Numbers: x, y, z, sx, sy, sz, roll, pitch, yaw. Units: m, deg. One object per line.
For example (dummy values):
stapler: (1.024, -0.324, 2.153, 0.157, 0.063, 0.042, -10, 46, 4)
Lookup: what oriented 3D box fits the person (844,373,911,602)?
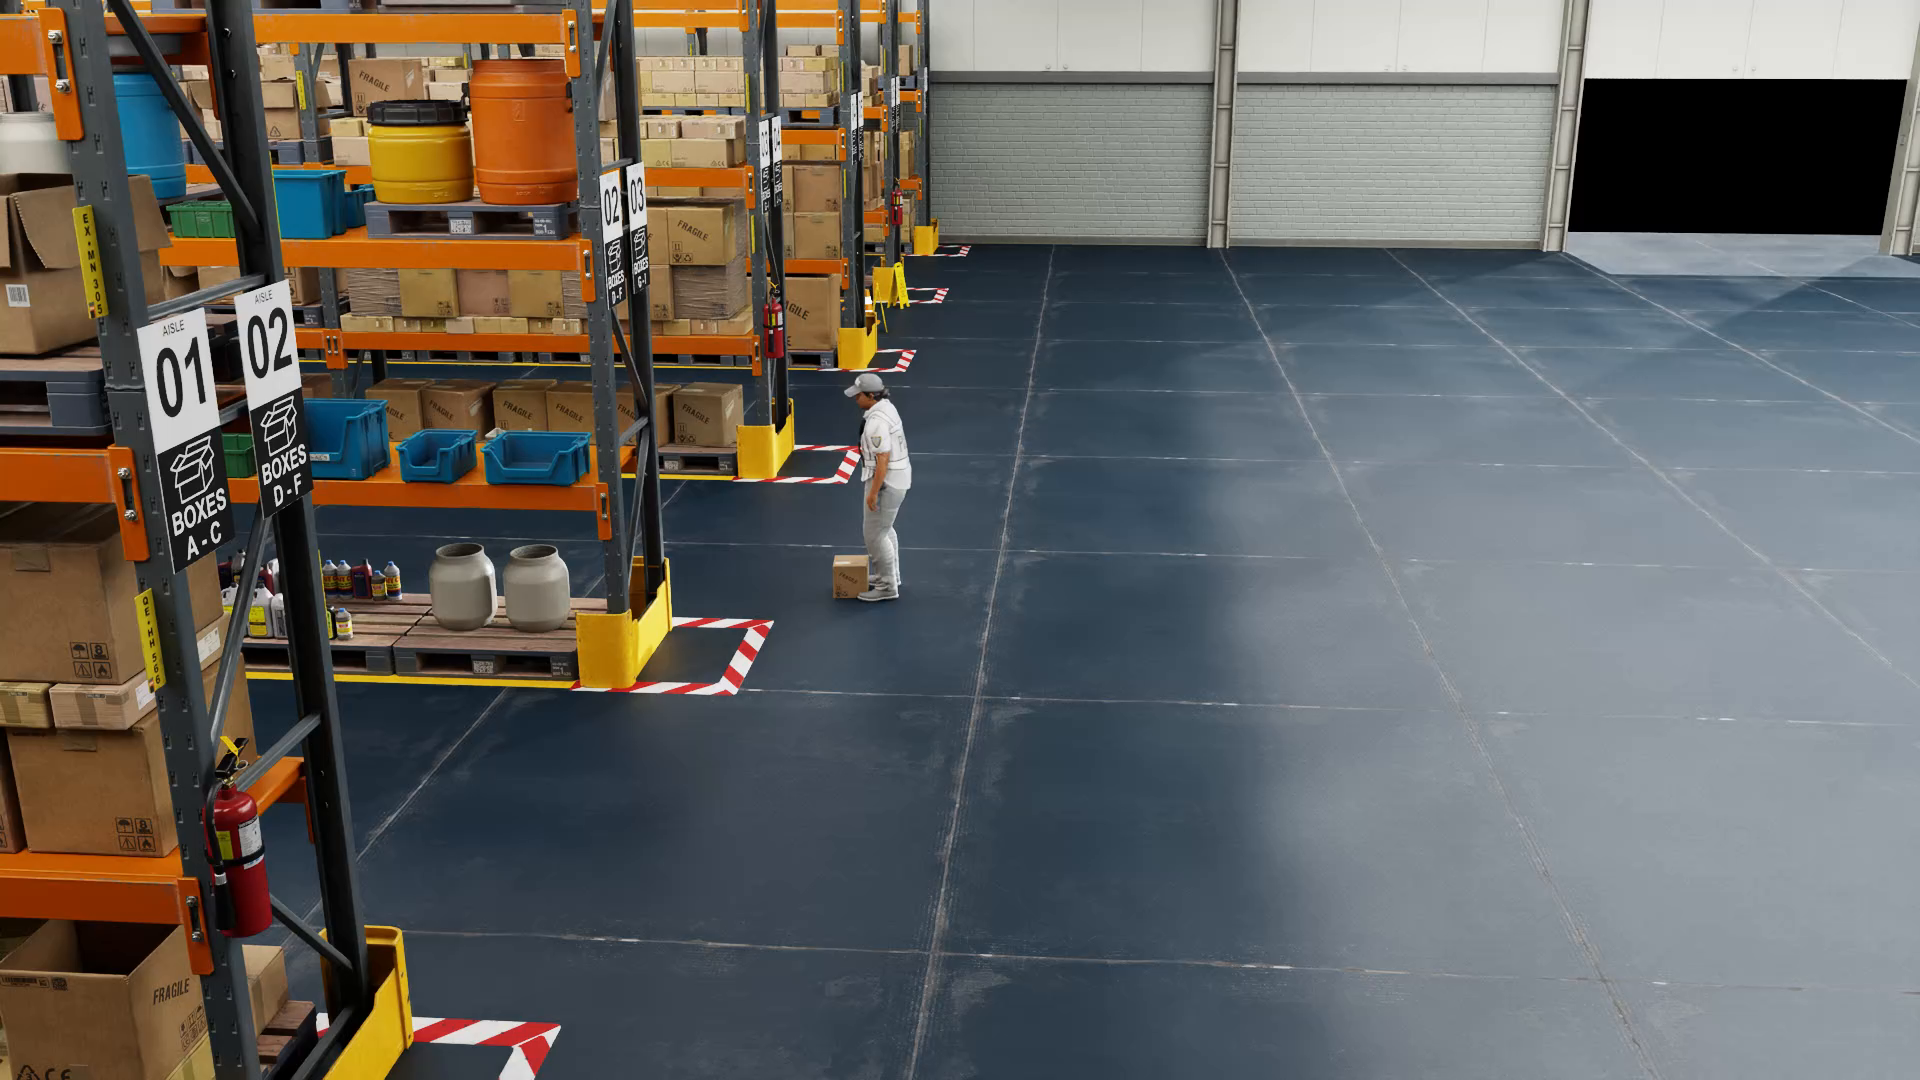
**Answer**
person: (-0.591, -0.400, 12.097, 0.470, 1.666, 0.542, 1, 18, 4)
